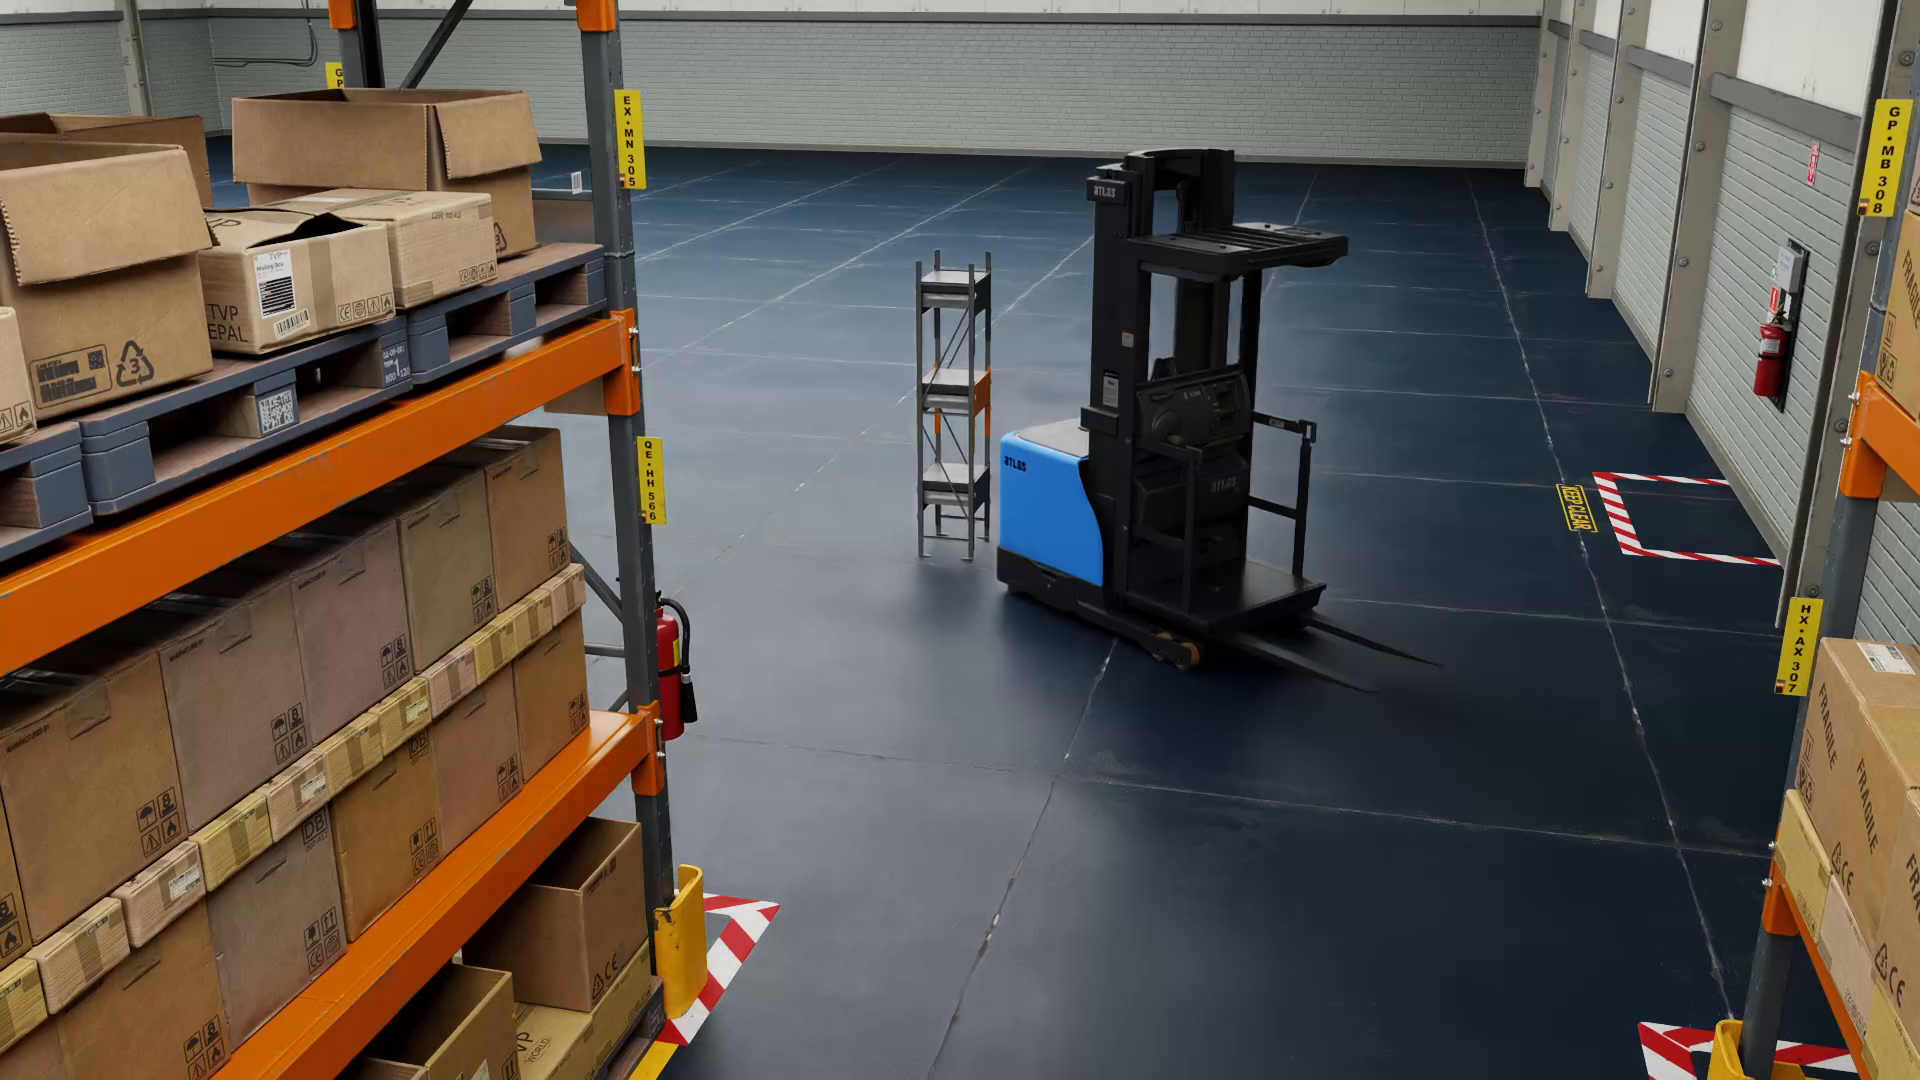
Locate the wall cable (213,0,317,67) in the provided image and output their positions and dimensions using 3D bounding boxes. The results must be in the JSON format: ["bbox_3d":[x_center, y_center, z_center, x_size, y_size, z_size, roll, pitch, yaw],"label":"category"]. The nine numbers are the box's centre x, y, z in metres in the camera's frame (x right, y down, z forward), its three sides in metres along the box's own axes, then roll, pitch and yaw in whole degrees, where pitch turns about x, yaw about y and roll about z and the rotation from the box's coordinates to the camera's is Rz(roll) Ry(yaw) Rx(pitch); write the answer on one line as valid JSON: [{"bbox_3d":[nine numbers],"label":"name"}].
[{"bbox_3d":[-17.382,-13.002,41.136,3.097,2.526,0.112,5,19,13],"label":"wall cable"}]

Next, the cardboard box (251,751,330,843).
[{"bbox_3d":[-1.926,0.666,4.439,0.380,0.149,0.250,4,19,13],"label":"cardboard box"}]

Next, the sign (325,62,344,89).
[{"bbox_3d":[-2.178,-1.517,5.873,0.100,0.325,0.005,5,19,13],"label":"sign"}]

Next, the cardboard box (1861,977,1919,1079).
[{"bbox_3d":[2.493,1.302,3.937,0.500,0.250,0.500,4,19,13],"label":"cardboard box"}]

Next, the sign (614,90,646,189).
[{"bbox_3d":[-1.118,-1.355,5.625,0.100,0.325,0.005,5,19,13],"label":"sign"}]

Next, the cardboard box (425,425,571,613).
[{"bbox_3d":[-1.780,-0.100,5.679,0.700,0.500,0.500,5,19,14],"label":"cardboard box"}]

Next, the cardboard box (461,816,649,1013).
[{"bbox_3d":[-1.483,1.338,6.073,0.500,0.500,0.500,5,19,13],"label":"cardboard box"}]

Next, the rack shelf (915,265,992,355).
[{"bbox_3d":[-0.040,-1.591,11.474,0.431,0.518,0.480,5,19,13],"label":"rack shelf"}]

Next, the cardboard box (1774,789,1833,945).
[{"bbox_3d":[2.736,0.978,4.883,0.500,0.250,0.500,4,19,12],"label":"cardboard box"}]

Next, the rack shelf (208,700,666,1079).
[{"bbox_3d":[-2.130,1.366,4.660,1.077,0.370,4.000,5,19,13],"label":"rack shelf"}]

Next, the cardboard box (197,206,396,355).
[{"bbox_3d":[-1.802,-0.687,4.190,0.500,0.311,0.500,7,20,20],"label":"cardboard box"}]

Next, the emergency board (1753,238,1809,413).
[{"bbox_3d":[5.938,-1.575,12.159,0.194,1.169,0.643,5,19,13],"label":"emergency board"}]

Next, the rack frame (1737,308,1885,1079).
[{"bbox_3d":[3.164,0.789,5.237,1.000,3.000,0.127,5,19,13],"label":"rack frame"}]

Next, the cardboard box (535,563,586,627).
[{"bbox_3d":[-1.550,0.180,5.863,0.380,0.149,0.250,4,19,12],"label":"cardboard box"}]

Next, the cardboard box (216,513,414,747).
[{"bbox_3d":[-2.026,0.223,4.732,0.700,0.500,0.500,5,19,14],"label":"cardboard box"}]

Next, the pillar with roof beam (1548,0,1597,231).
[{"bbox_3d":[5.521,-9.624,26.443,9.100,9.000,0.400,5,19,13],"label":"pillar with roof beam"}]

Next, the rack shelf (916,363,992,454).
[{"bbox_3d":[-0.040,-0.929,11.701,0.431,0.518,0.480,5,19,13],"label":"rack shelf"}]

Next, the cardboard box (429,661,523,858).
[{"bbox_3d":[-1.891,0.662,5.454,0.700,0.500,0.500,5,20,15],"label":"cardboard box"}]

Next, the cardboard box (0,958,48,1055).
[{"bbox_3d":[-2.179,0.988,3.497,0.380,0.149,0.250,4,19,13],"label":"cardboard box"}]

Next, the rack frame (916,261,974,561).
[{"bbox_3d":[-0.100,-0.865,11.472,0.400,2.100,0.015,5,19,13],"label":"rack frame"}]

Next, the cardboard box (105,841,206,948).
[{"bbox_3d":[-2.054,0.825,3.972,0.380,0.149,0.250,4,19,12],"label":"cardboard box"}]

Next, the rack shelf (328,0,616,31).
[{"bbox_3d":[-2.130,-1.283,3.754,1.077,0.370,4.000,5,19,13],"label":"rack shelf"}]

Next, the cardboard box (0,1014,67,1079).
[{"bbox_3d":[-2.393,1.300,3.586,0.700,0.500,0.500,4,19,13],"label":"cardboard box"}]

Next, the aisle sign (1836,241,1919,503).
[{"bbox_3d":[2.890,-0.487,4.952,0.394,0.787,0.004,5,19,13],"label":"aisle sign"}]

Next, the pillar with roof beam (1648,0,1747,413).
[{"bbox_3d":[2.589,-5.863,15.432,9.100,9.000,0.400,5,19,13],"label":"pillar with roof beam"}]

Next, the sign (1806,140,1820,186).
[{"bbox_3d":[6.037,-2.667,11.769,0.001,0.298,0.199,5,19,13],"label":"sign"}]

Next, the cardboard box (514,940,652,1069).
[{"bbox_3d":[-1.485,1.693,6.195,0.500,0.250,0.500,5,19,13],"label":"cardboard box"}]

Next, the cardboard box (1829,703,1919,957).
[{"bbox_3d":[2.625,0.776,4.317,0.500,0.500,0.500,5,19,14],"label":"cardboard box"}]

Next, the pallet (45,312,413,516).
[{"bbox_3d":[-2.135,-0.375,4.142,1.003,0.211,1.213,5,19,13],"label":"pallet"}]

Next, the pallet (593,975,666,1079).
[{"bbox_3d":[-1.787,1.962,6.118,1.003,0.211,1.213,5,19,13],"label":"pallet"}]

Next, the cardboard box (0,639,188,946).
[{"bbox_3d":[-2.271,0.537,3.814,0.700,0.500,0.500,5,19,13],"label":"cardboard box"}]

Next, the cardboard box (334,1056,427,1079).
[{"bbox_3d":[-1.837,1.809,4.693,0.500,0.500,0.500,5,19,13],"label":"cardboard box"}]

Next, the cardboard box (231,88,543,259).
[{"bbox_3d":[-1.785,-1.154,5.260,0.797,0.503,0.637,6,20,17],"label":"cardboard box"}]

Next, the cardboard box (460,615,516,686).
[{"bbox_3d":[-1.675,0.342,5.388,0.380,0.149,0.250,4,19,13],"label":"cardboard box"}]

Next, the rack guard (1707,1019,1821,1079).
[{"bbox_3d":[3.145,1.996,5.571,1.175,0.500,0.348,5,19,13],"label":"rack guard"}]

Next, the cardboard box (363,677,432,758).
[{"bbox_3d":[-1.802,0.503,4.916,0.380,0.149,0.250,5,20,15],"label":"cardboard box"}]

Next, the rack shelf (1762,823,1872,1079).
[{"bbox_3d":[2.675,1.756,3.518,1.077,0.370,4.000,5,19,13],"label":"rack shelf"}]

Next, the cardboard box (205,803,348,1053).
[{"bbox_3d":[-2.143,0.983,4.516,0.700,0.500,0.500,5,20,15],"label":"cardboard box"}]

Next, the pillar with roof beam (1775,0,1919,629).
[{"bbox_3d":[1.123,-3.983,9.926,9.100,9.000,0.400,5,19,13],"label":"pillar with roof beam"}]

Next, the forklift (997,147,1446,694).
[{"bbox_3d":[1.562,-0.792,9.972,1.130,2.935,3.031,-15,24,-36],"label":"forklift"}]

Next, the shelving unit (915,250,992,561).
[{"bbox_3d":[-0.040,-0.942,11.696,0.431,2.100,0.503,5,19,13],"label":"shelving unit"}]

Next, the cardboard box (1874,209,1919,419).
[{"bbox_3d":[2.839,-0.602,4.483,0.500,0.500,0.500,5,20,15],"label":"cardboard box"}]

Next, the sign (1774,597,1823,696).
[{"bbox_3d":[2.637,0.337,5.222,0.100,0.325,0.005,5,19,13],"label":"sign"}]

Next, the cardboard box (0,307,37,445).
[{"bbox_3d":[-2.108,-0.296,3.044,0.500,0.311,0.500,4,19,10],"label":"cardboard box"}]

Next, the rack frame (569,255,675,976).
[{"bbox_3d":[-1.641,0.399,6.379,1.000,3.000,0.127,5,19,13],"label":"rack frame"}]
